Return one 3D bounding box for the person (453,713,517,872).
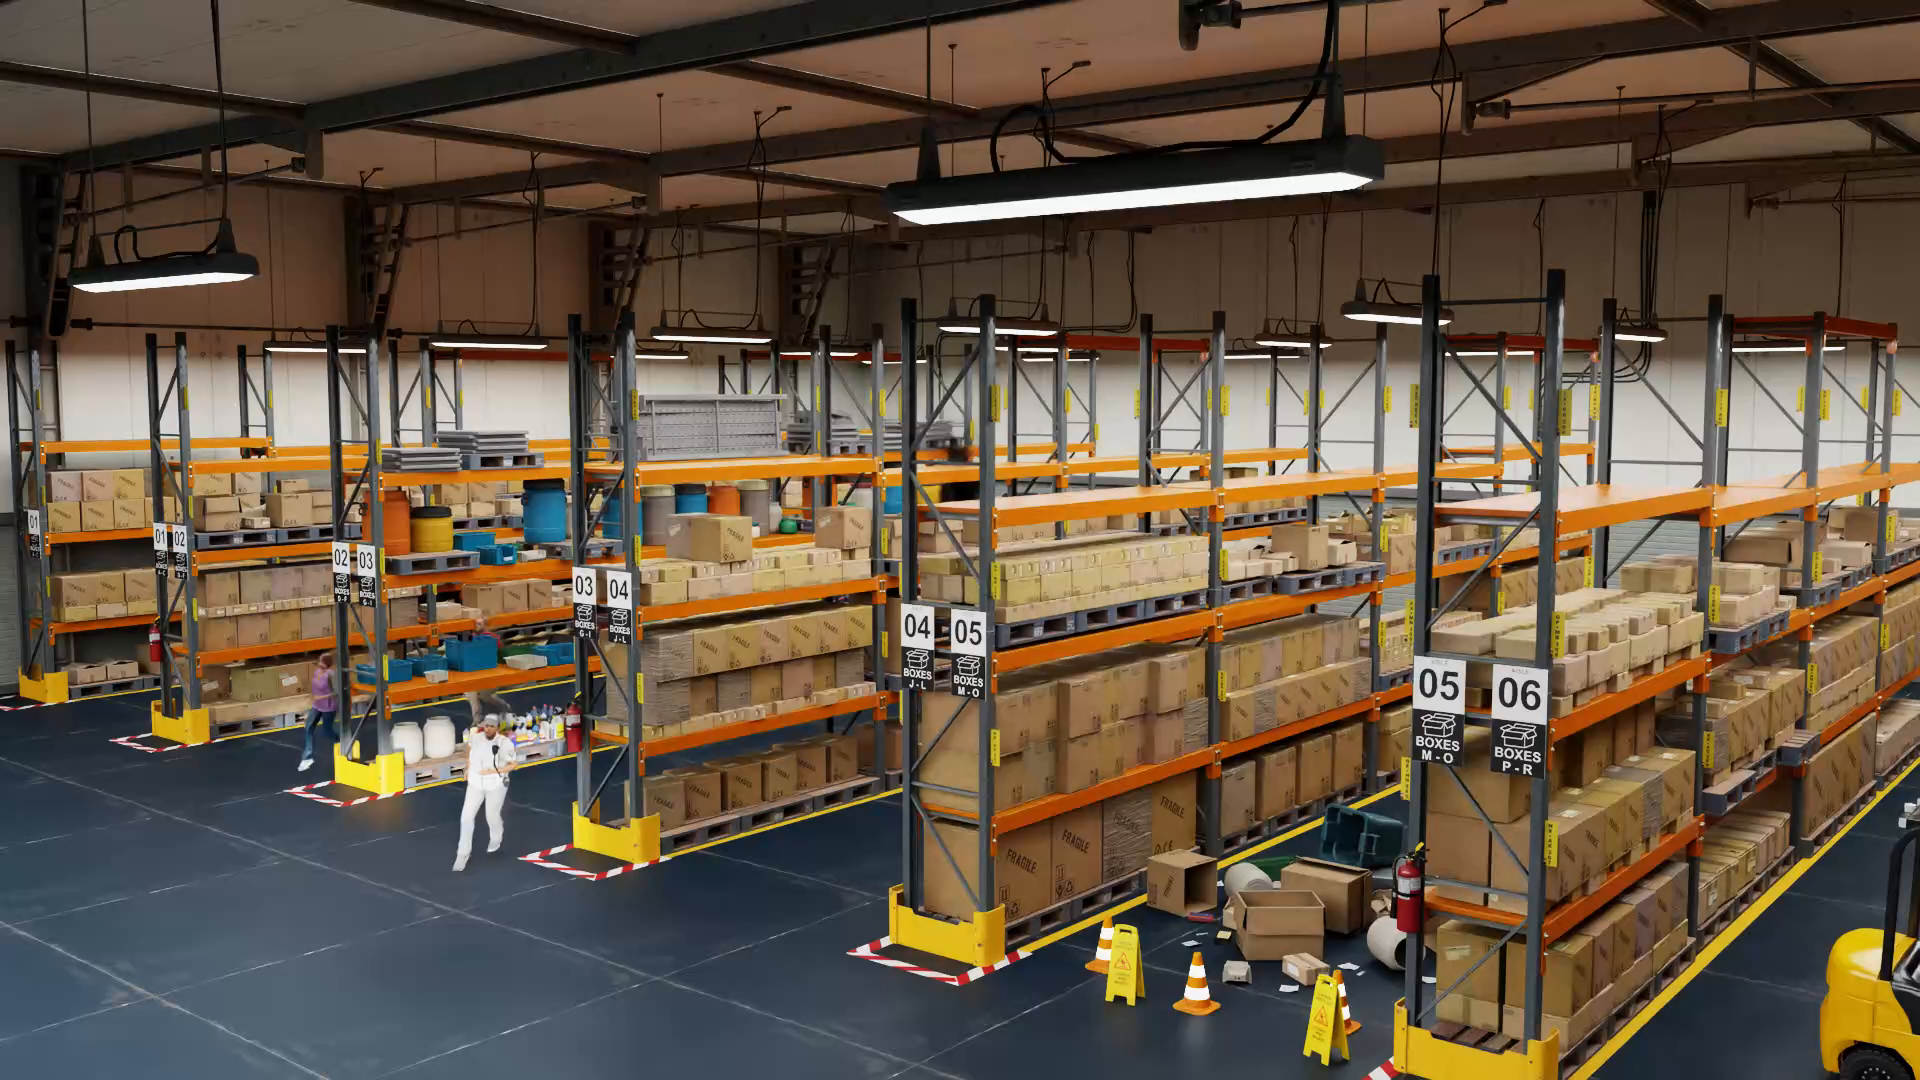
[{"bbox_3d":[-5.144,2.714,18.240,0.625,1.679,0.878,0,5,4],"label":"person"}]

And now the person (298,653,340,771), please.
[{"bbox_3d":[-8.702,2.333,22.871,0.567,1.605,0.810,3,6,27],"label":"person"}]

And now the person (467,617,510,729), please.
[{"bbox_3d":[-7.287,2.028,25.485,0.671,1.719,0.774,3,6,28],"label":"person"}]
